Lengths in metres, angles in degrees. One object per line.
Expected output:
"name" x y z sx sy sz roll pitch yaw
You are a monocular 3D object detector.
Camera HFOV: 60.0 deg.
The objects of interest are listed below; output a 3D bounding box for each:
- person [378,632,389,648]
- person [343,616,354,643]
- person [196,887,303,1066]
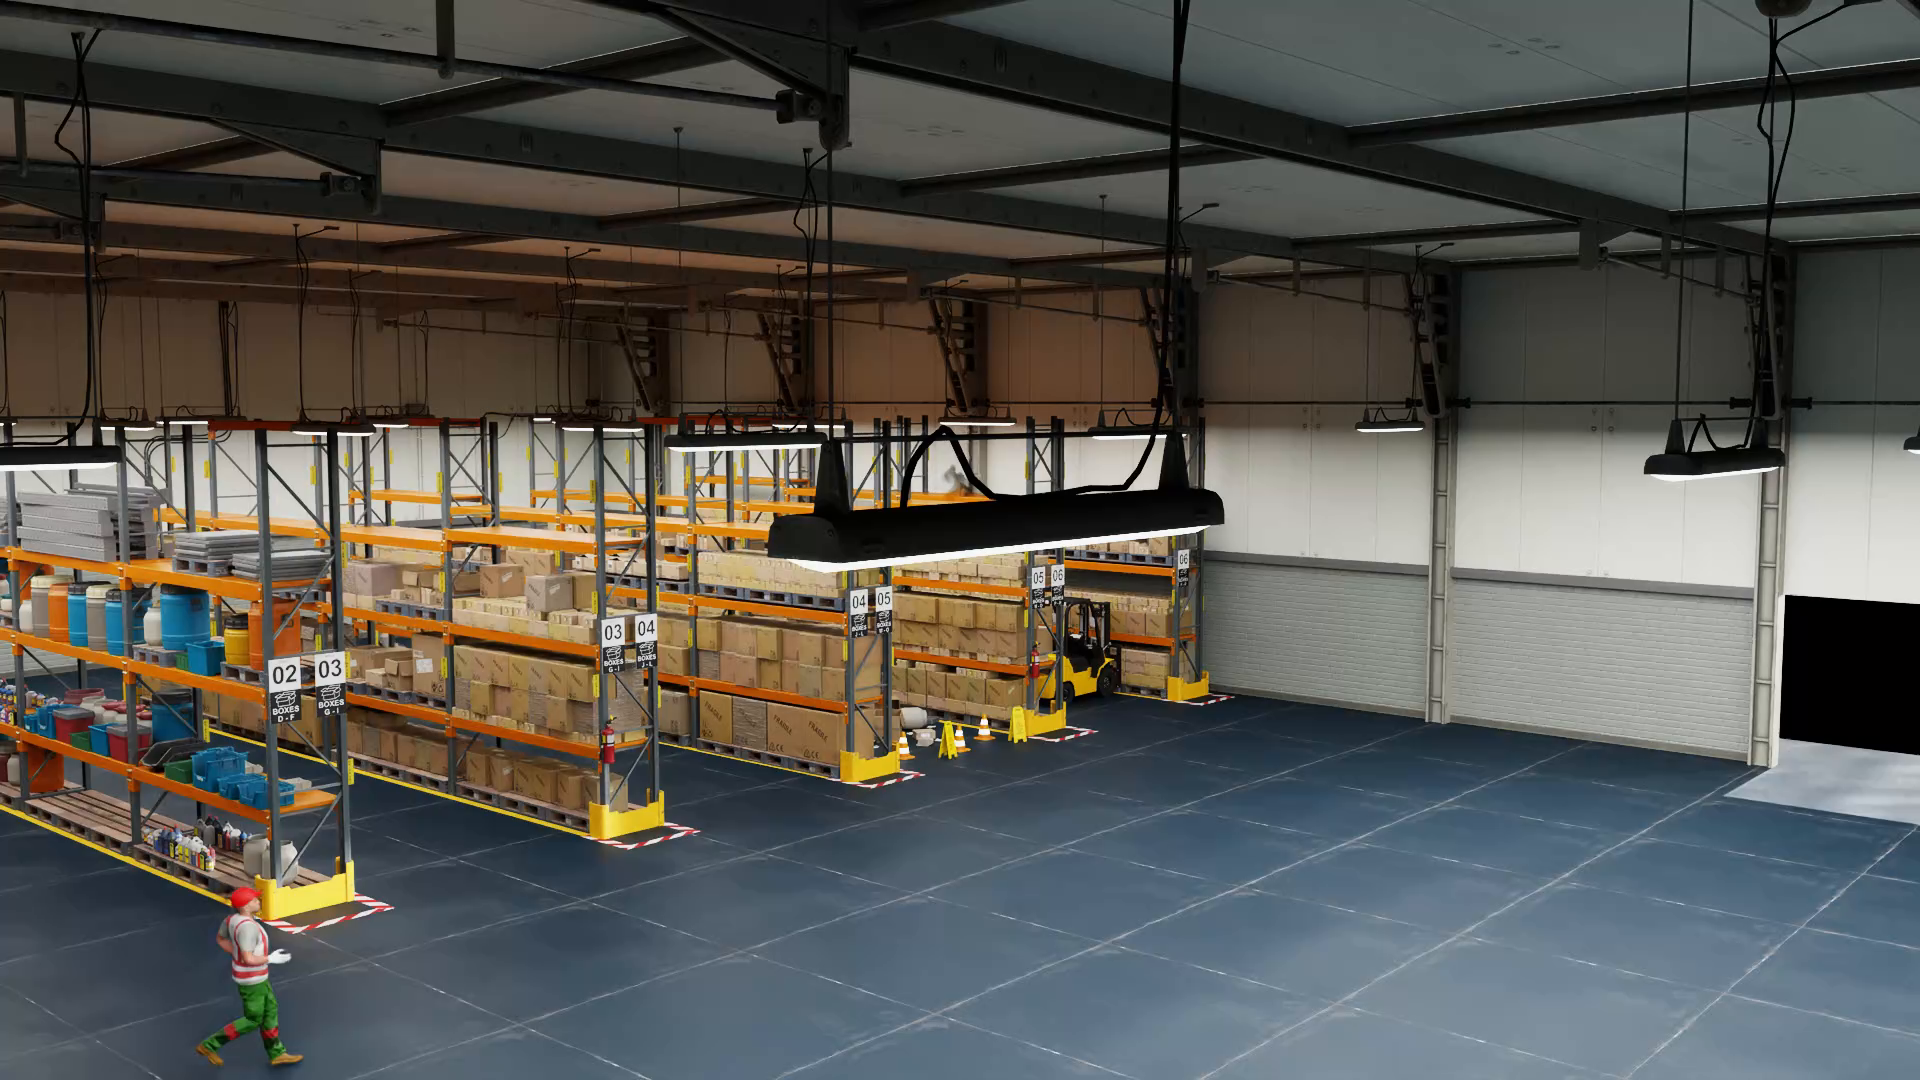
"person" -13.854 2.135 40.229 0.695 1.727 0.672 2 5 23
"person" -13.463 2.487 36.053 0.598 1.729 0.784 -4 6 -37
"person" -6.711 4.137 15.659 0.935 1.778 0.656 -3 6 -31
